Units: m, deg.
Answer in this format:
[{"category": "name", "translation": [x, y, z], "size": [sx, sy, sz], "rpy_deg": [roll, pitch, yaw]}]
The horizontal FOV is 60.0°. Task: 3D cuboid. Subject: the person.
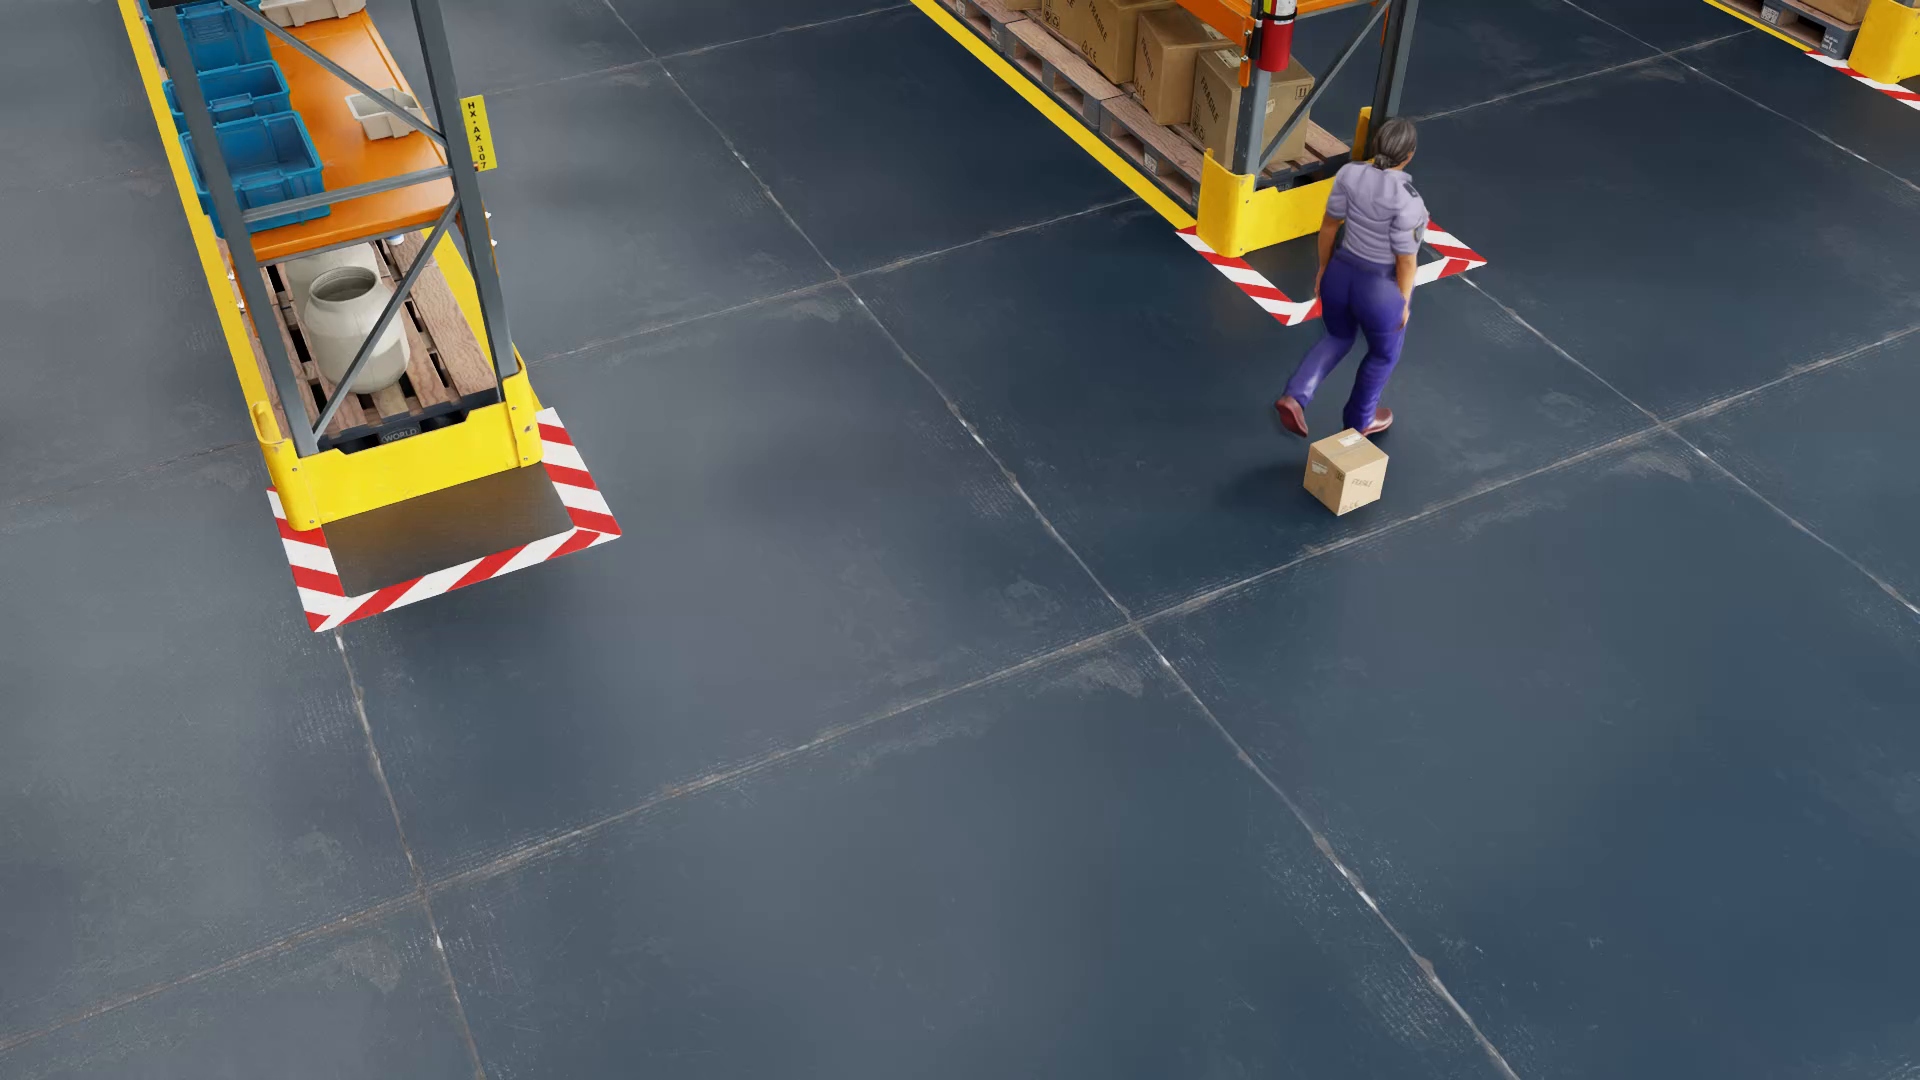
[{"category": "person", "translation": [1.765, -1.120, 7.405], "size": [0.642, 1.626, 0.496], "rpy_deg": [-29, 49, -29]}]
